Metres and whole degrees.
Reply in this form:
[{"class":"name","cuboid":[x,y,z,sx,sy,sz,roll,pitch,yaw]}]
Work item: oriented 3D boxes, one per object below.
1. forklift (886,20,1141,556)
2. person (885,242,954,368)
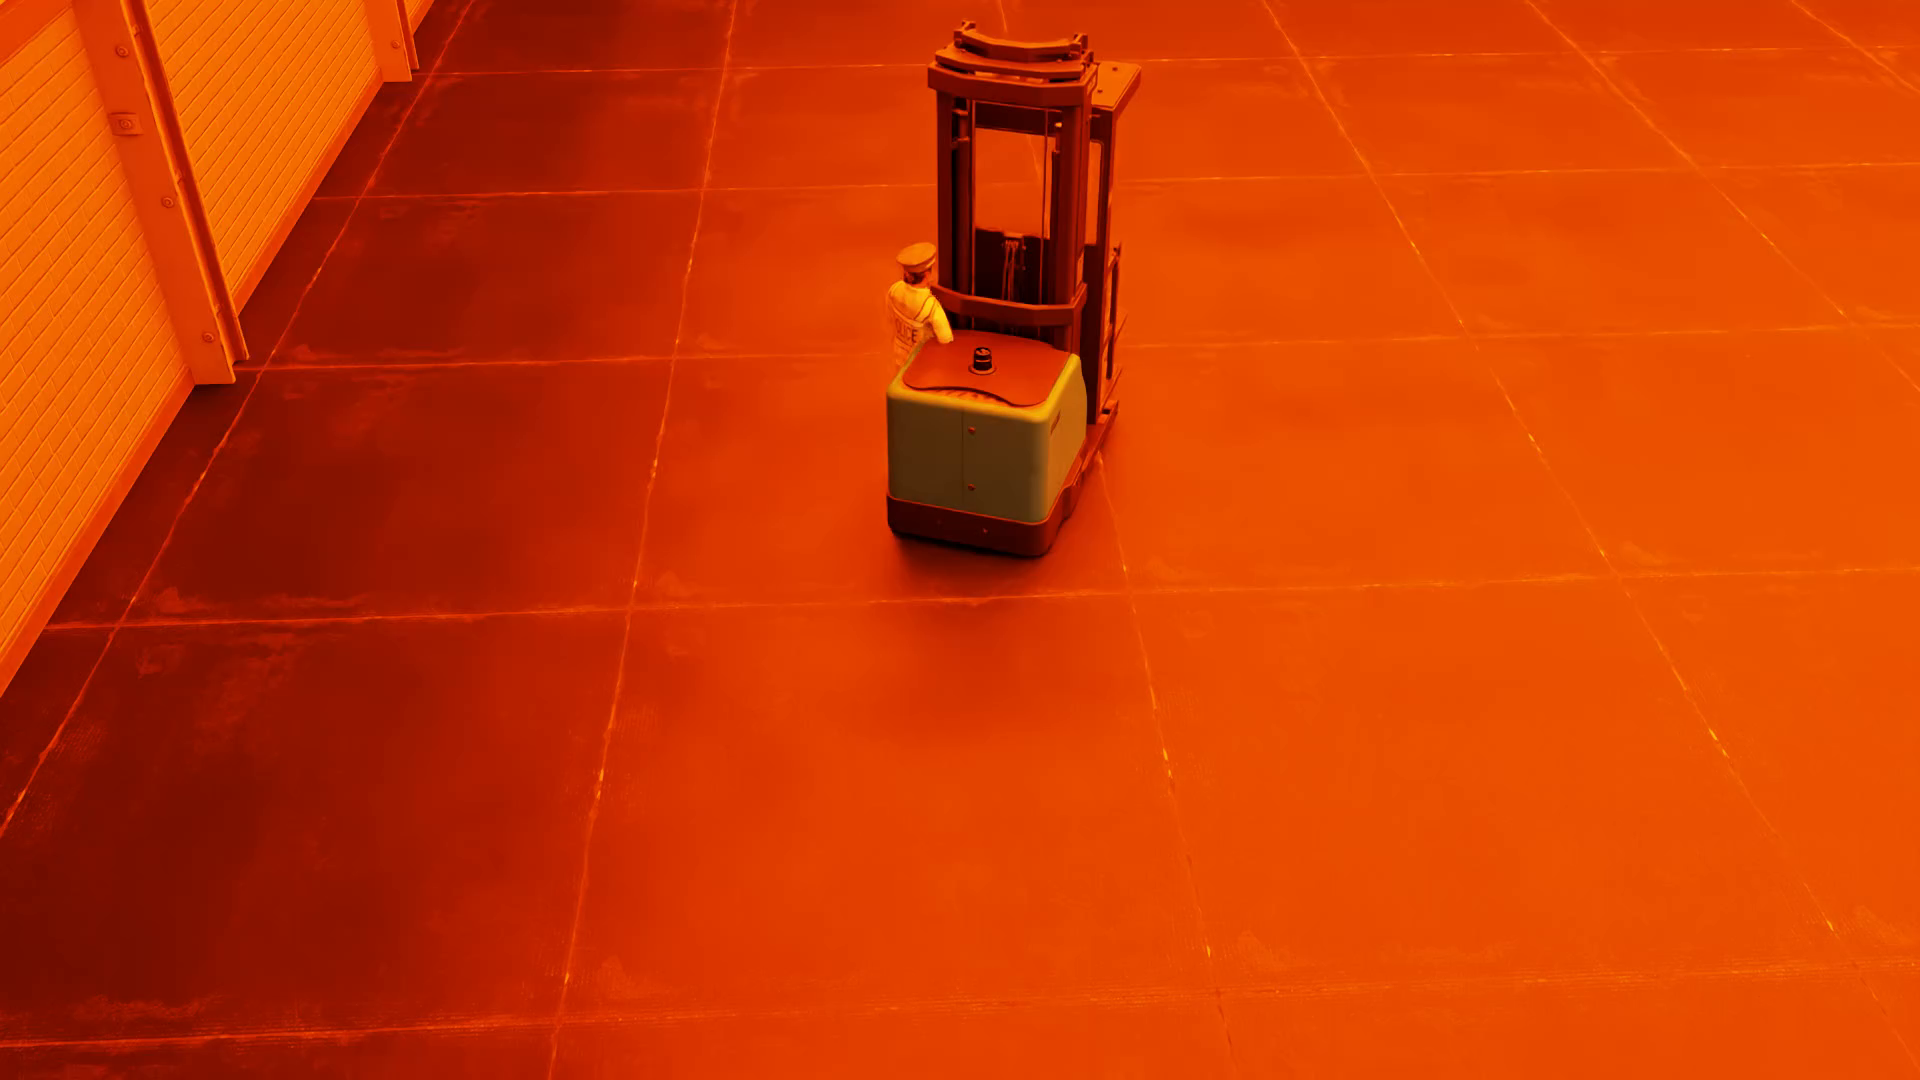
[{"class":"forklift","cuboid":[0.476,-1.953,10.692,1.130,2.935,3.031,11,37,14]},{"class":"person","cuboid":[-0.111,-1.236,10.679,0.658,1.476,0.688,-25,43,-30]}]
